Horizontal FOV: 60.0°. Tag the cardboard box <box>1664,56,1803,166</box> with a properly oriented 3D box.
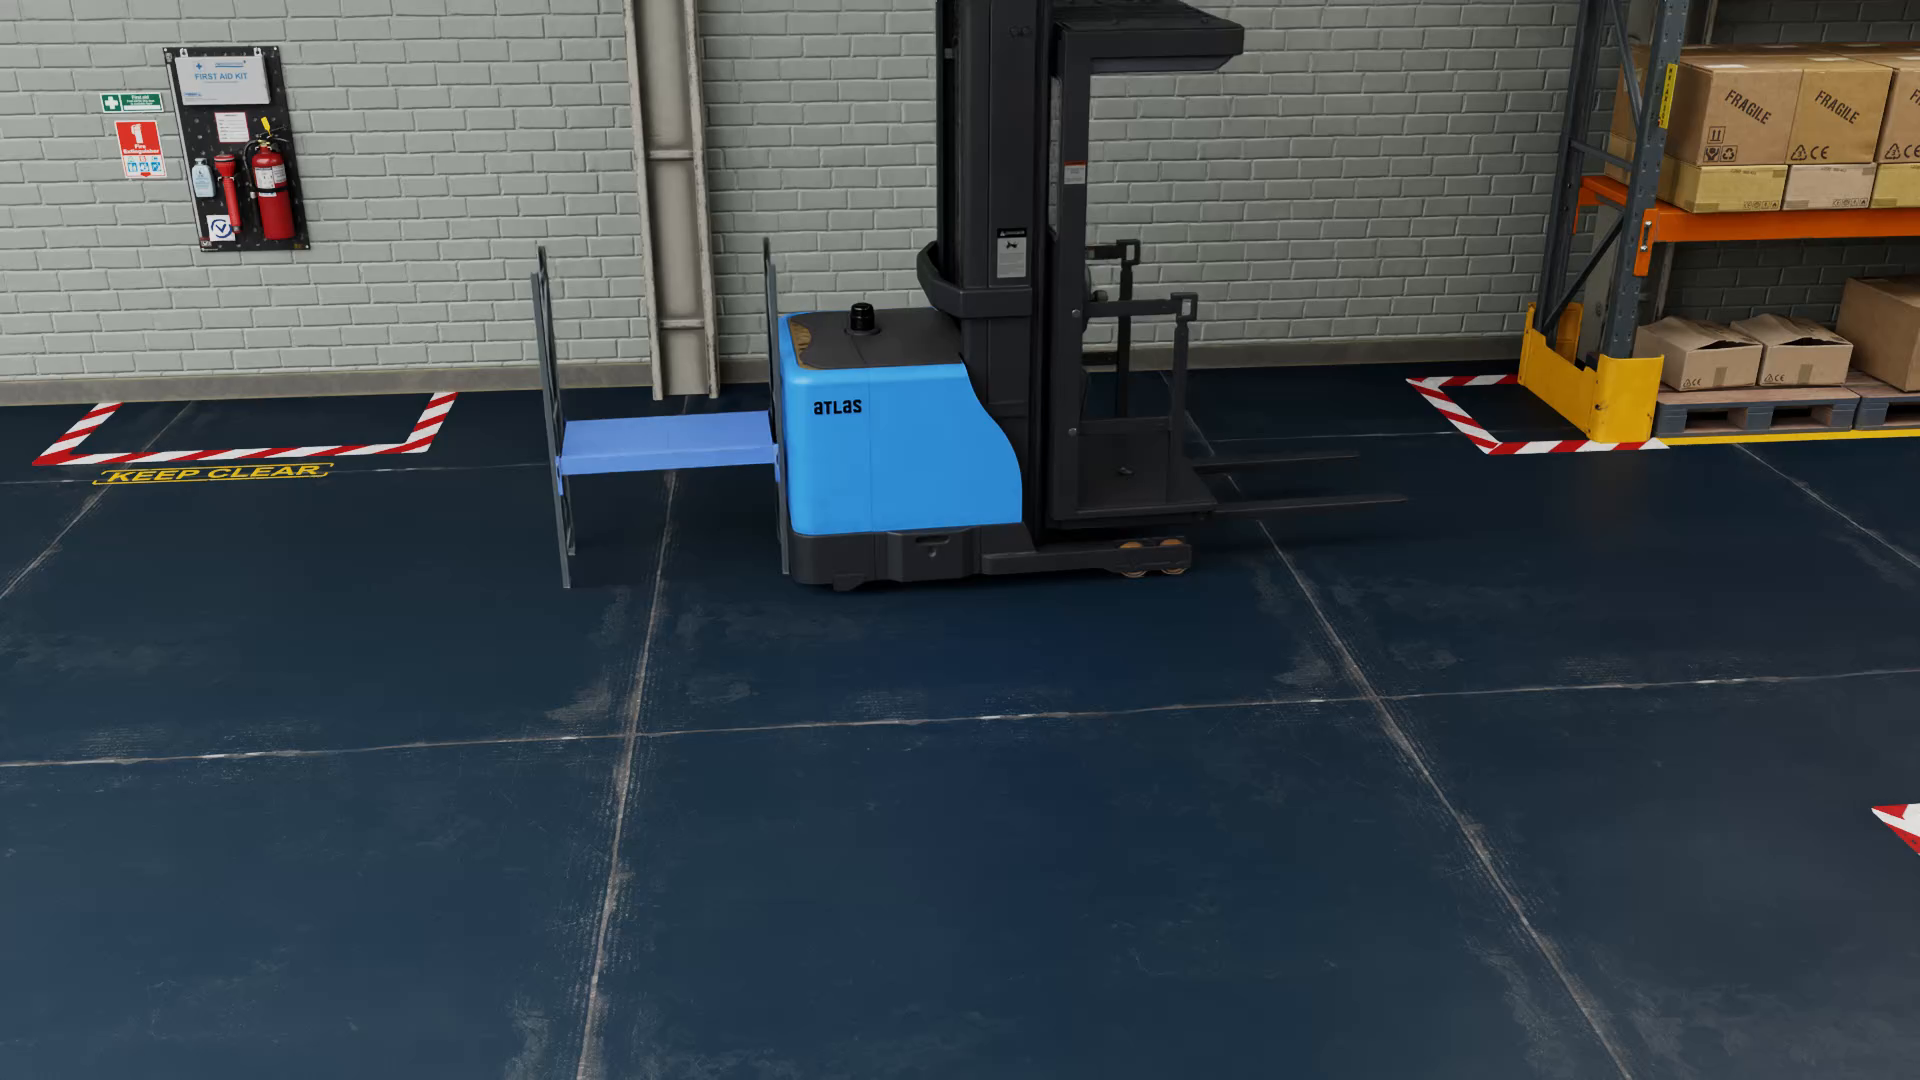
[{"bbox_3d":[4.170,-2.340,9.058,0.500,0.500,0.500,-2,24,-5],"label":"cardboard box"}]

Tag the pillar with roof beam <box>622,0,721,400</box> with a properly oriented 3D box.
[{"bbox_3d":[-1.271,-3.298,4.592,0.400,9.000,9.100,-2,24,-5],"label":"pillar with roof beam"}]

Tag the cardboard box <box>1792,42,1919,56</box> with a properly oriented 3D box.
[{"bbox_3d":[5.130,-2.586,9.611,0.500,0.500,0.500,-3,24,-7],"label":"cardboard box"}]

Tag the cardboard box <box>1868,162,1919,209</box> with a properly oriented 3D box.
[{"bbox_3d":[5.205,-2.035,9.296,0.500,0.250,0.500,-3,24,-6],"label":"cardboard box"}]

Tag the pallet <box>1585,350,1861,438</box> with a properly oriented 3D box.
[{"bbox_3d":[4.553,-0.906,10.028,1.213,0.211,1.003,-2,24,-5],"label":"pallet"}]

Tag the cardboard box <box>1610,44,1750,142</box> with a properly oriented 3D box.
[{"bbox_3d":[4.114,-2.547,9.524,0.500,0.500,0.500,-3,24,-6],"label":"cardboard box"}]

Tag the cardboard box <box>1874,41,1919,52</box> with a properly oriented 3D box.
[{"bbox_3d":[5.631,-2.606,9.656,0.500,0.500,0.500,-2,24,-4],"label":"cardboard box"}]

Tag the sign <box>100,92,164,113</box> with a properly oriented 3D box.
[{"bbox_3d":[-4.712,-2.488,9.459,0.331,0.109,0.001,-2,24,-5],"label":"sign"}]

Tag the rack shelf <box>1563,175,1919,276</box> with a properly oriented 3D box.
[{"bbox_3d":[5.656,-1.910,9.740,4.000,0.370,1.077,-2,24,-5],"label":"rack shelf"}]

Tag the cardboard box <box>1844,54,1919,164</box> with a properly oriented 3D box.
[{"bbox_3d":[5.178,-2.374,9.134,0.500,0.500,0.500,-3,24,-7],"label":"cardboard box"}]

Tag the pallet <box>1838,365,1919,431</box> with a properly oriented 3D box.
[{"bbox_3d":[5.765,-0.953,10.135,1.213,0.211,1.003,-2,24,-5],"label":"pallet"}]

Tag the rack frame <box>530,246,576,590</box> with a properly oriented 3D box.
[{"bbox_3d":[-1.865,-0.555,7.652,0.032,1.500,0.500,-4,24,-8],"label":"rack frame"}]

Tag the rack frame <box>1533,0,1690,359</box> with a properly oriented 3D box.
[{"bbox_3d":[3.666,-2.159,9.414,0.127,3.000,1.000,-2,24,-5],"label":"rack frame"}]

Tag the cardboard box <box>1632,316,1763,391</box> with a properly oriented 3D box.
[{"bbox_3d":[4.363,-1.123,9.851,0.500,0.311,0.500,-5,24,-11],"label":"cardboard box"}]

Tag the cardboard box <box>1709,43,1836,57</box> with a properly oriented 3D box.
[{"bbox_3d":[4.616,-2.563,9.560,0.500,0.500,0.500,-2,24,-4],"label":"cardboard box"}]

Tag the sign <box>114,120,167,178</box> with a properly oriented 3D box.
[{"bbox_3d":[-4.717,-2.250,9.575,0.234,0.329,0.001,-2,24,-5],"label":"sign"}]

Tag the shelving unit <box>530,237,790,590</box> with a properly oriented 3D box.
[{"bbox_3d":[-1.364,-0.588,7.726,1.048,1.500,0.538,-4,24,-8],"label":"shelving unit"}]

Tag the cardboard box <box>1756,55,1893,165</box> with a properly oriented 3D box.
[{"bbox_3d":[4.663,-2.356,9.093,0.500,0.500,0.500,-2,24,-5],"label":"cardboard box"}]

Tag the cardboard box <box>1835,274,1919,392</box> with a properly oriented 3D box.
[{"bbox_3d":[5.665,-1.241,9.885,0.500,0.500,0.700,-4,24,-8],"label":"cardboard box"}]

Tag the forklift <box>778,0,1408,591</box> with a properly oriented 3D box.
[{"bbox_3d":[0.652,-1.370,7.723,3.031,2.935,1.130,-4,24,-8],"label":"forklift"}]

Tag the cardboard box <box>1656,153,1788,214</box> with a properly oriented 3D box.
[{"bbox_3d":[4.182,-1.991,9.196,0.500,0.250,0.500,-3,24,-7],"label":"cardboard box"}]

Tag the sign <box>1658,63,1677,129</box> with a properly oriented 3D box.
[{"bbox_3d":[3.719,-2.335,8.745,0.005,0.325,0.100,-2,24,-5],"label":"sign"}]

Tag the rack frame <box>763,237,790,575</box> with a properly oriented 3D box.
[{"bbox_3d":[-0.862,-0.621,7.800,0.032,1.500,0.500,-4,24,-8],"label":"rack frame"}]

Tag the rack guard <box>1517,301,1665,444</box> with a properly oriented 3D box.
[{"bbox_3d":[3.741,-1.020,9.929,0.348,0.500,1.175,-2,24,-5],"label":"rack guard"}]

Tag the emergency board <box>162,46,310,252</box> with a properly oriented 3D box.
[{"bbox_3d":[-4.157,-2.214,9.538,0.643,1.169,0.194,-2,24,-5],"label":"emergency board"}]

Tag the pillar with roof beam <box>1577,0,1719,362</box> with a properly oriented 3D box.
[{"bbox_3d":[4.700,-3.538,5.130,0.400,9.000,9.100,-2,24,-5],"label":"pillar with roof beam"}]

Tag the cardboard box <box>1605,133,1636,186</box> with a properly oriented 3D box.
[{"bbox_3d":[4.112,-2.197,9.659,0.500,0.250,0.500,-2,24,-4],"label":"cardboard box"}]

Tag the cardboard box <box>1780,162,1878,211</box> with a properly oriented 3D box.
[{"bbox_3d":[4.698,-2.017,9.255,0.500,0.250,0.500,-3,24,-7],"label":"cardboard box"}]

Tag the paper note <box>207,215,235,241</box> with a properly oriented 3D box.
[{"bbox_3d":[-4.340,-1.832,9.763,0.142,0.148,0.016,-2,24,-5],"label":"paper note"}]

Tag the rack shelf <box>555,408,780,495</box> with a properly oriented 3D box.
[{"bbox_3d":[-1.364,-0.423,7.799,1.000,0.185,0.538,-4,24,-8],"label":"rack shelf"}]

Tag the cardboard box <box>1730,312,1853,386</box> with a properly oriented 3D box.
[{"bbox_3d":[4.930,-1.145,9.903,0.500,0.311,0.500,0,24,-1],"label":"cardboard box"}]
